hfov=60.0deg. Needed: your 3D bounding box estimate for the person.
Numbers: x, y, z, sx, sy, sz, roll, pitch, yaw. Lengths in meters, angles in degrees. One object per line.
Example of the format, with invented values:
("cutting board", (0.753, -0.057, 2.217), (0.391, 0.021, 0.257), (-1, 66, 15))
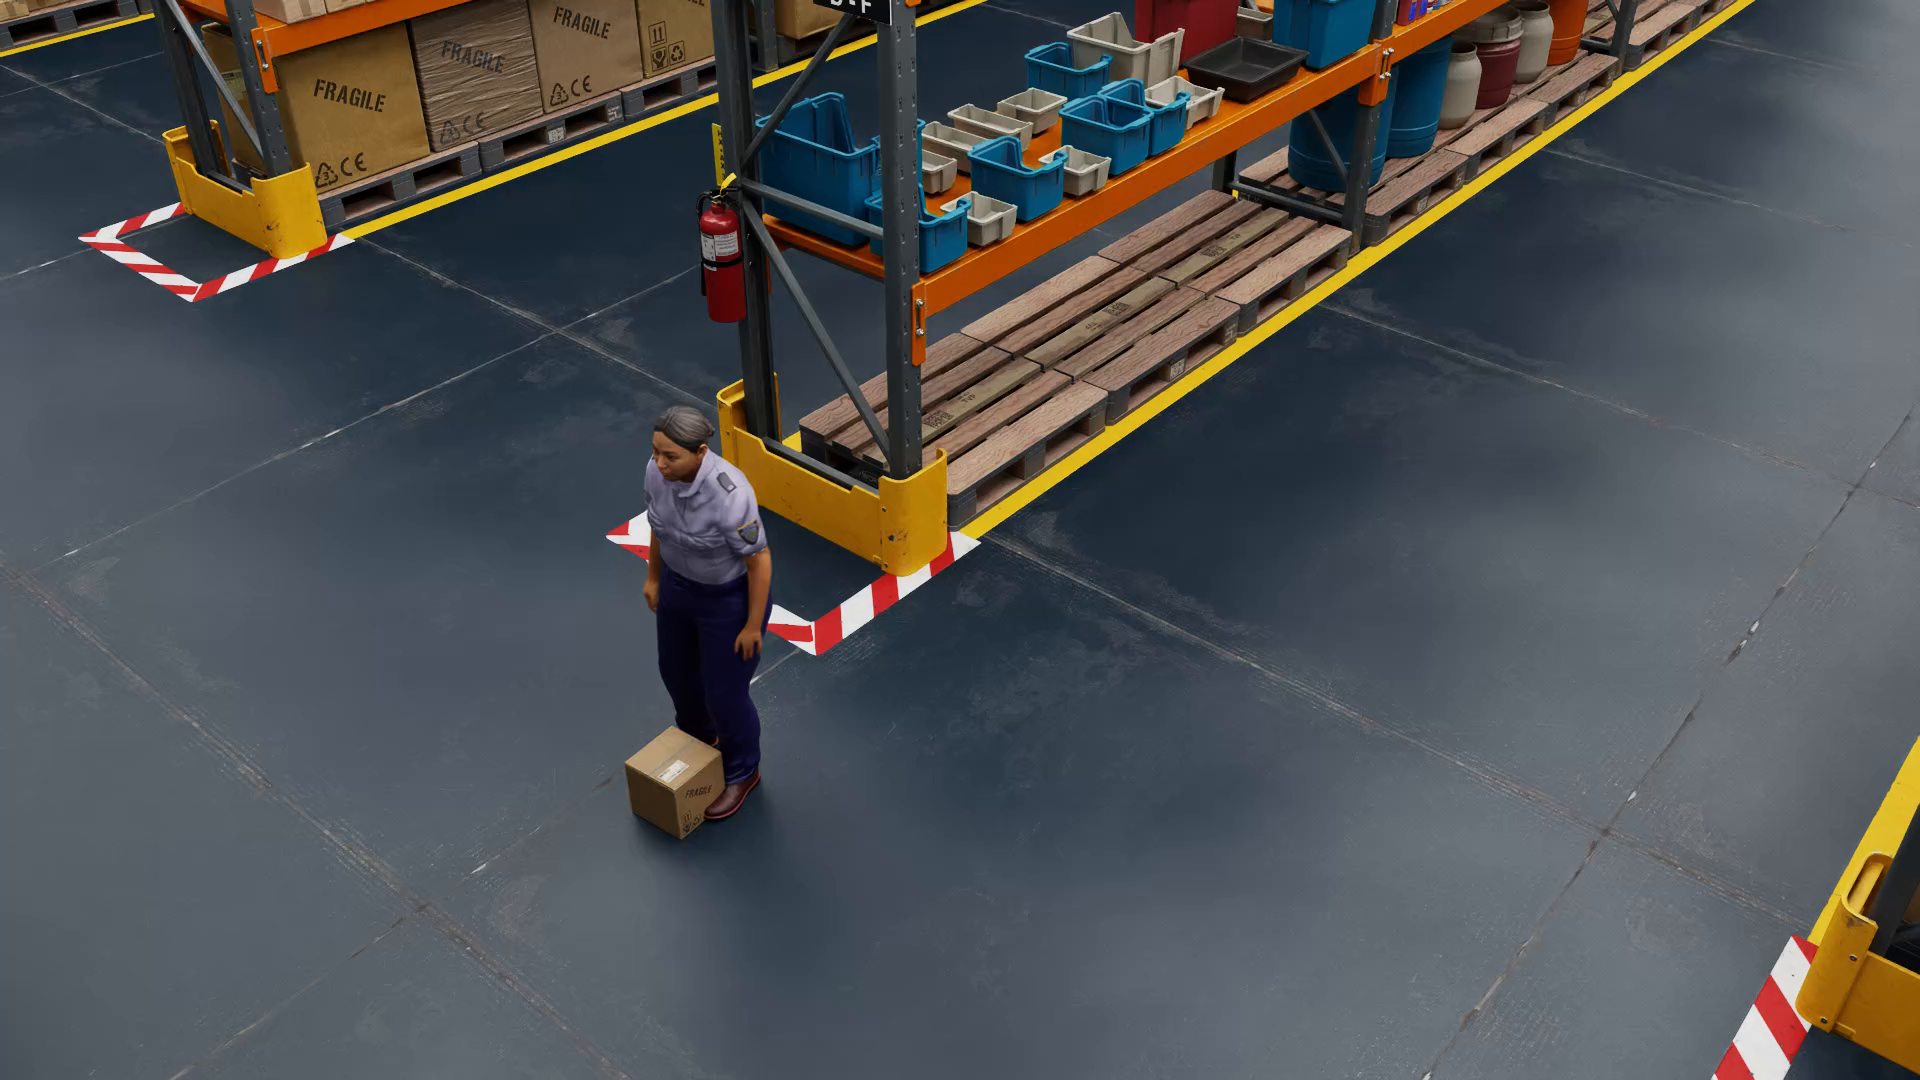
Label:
("person", (-0.906, 0.224, 5.834), (0.563, 1.653, 0.418), (24, 42, 30))
